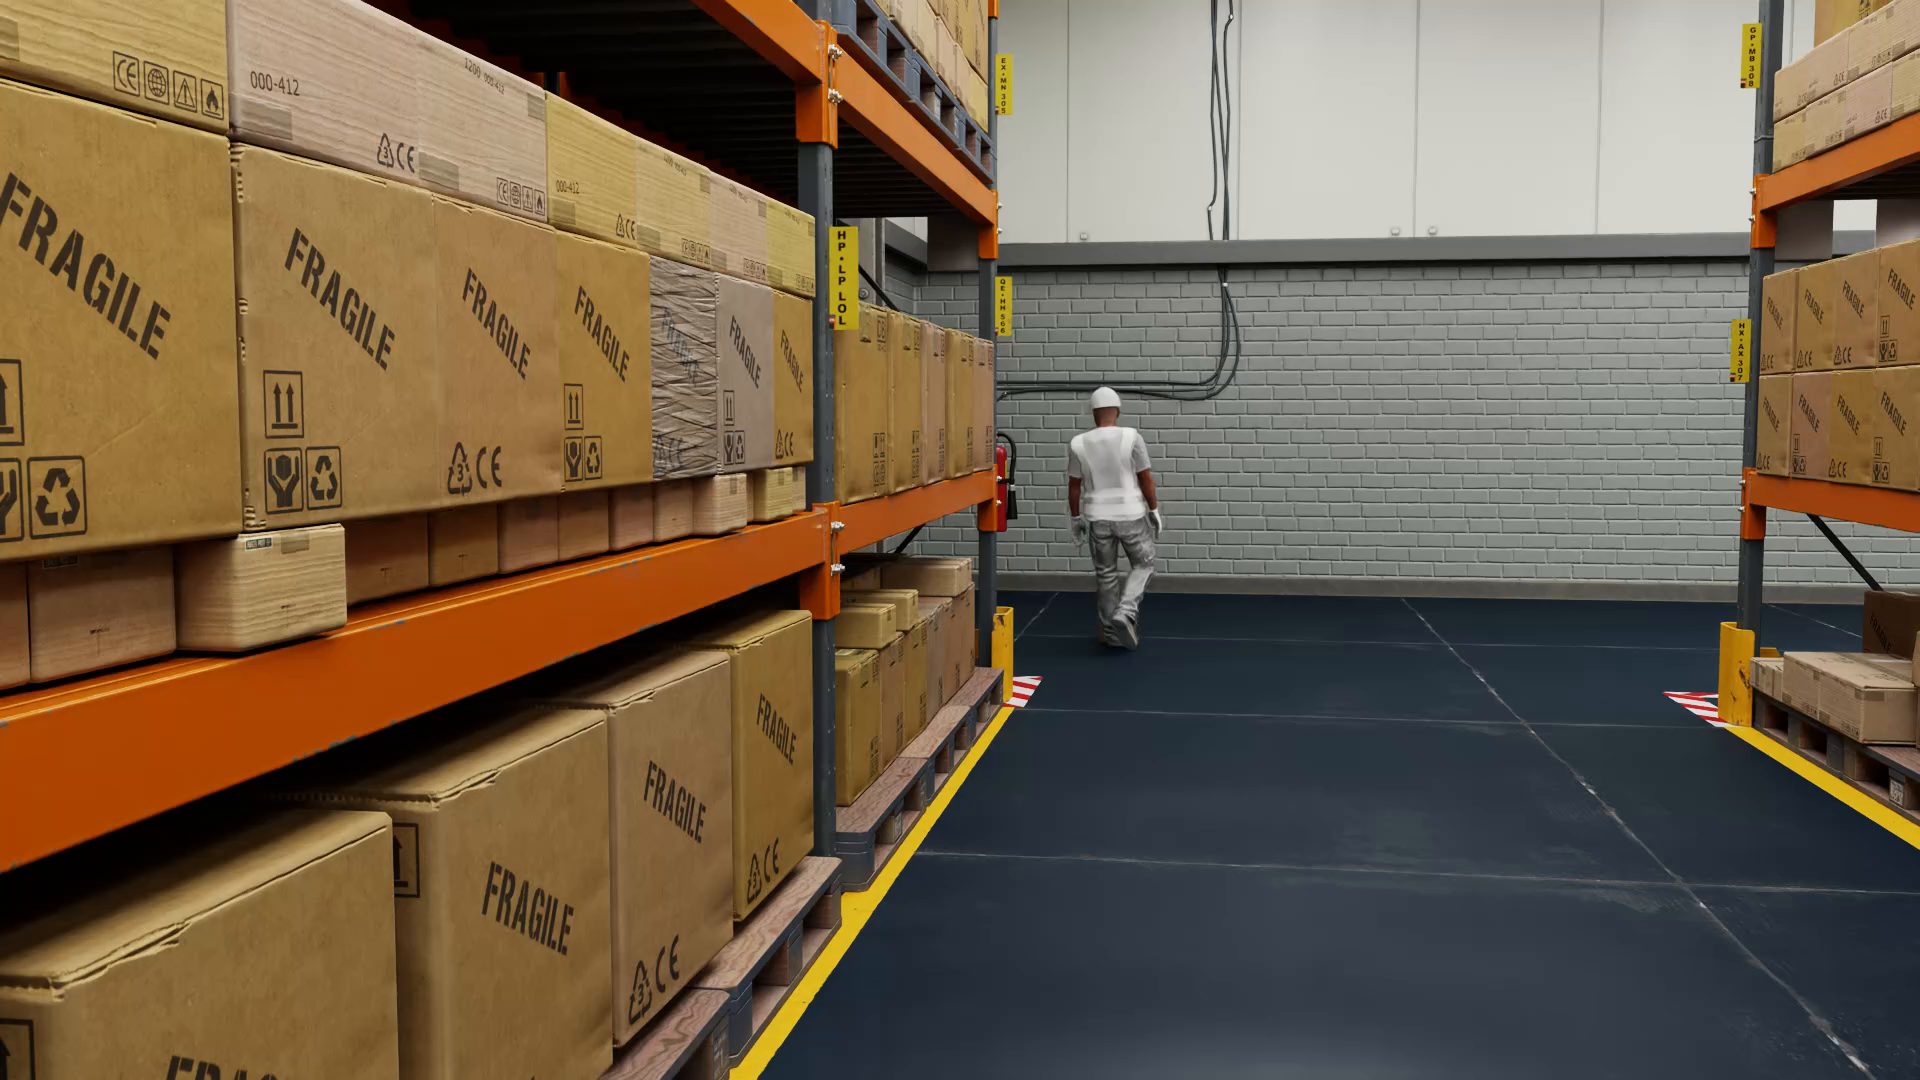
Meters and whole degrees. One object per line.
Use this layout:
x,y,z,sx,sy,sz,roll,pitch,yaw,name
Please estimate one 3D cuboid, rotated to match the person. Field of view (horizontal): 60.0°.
1.070,-0.148,11.301,0.625,1.772,0.651,1,5,17,person
